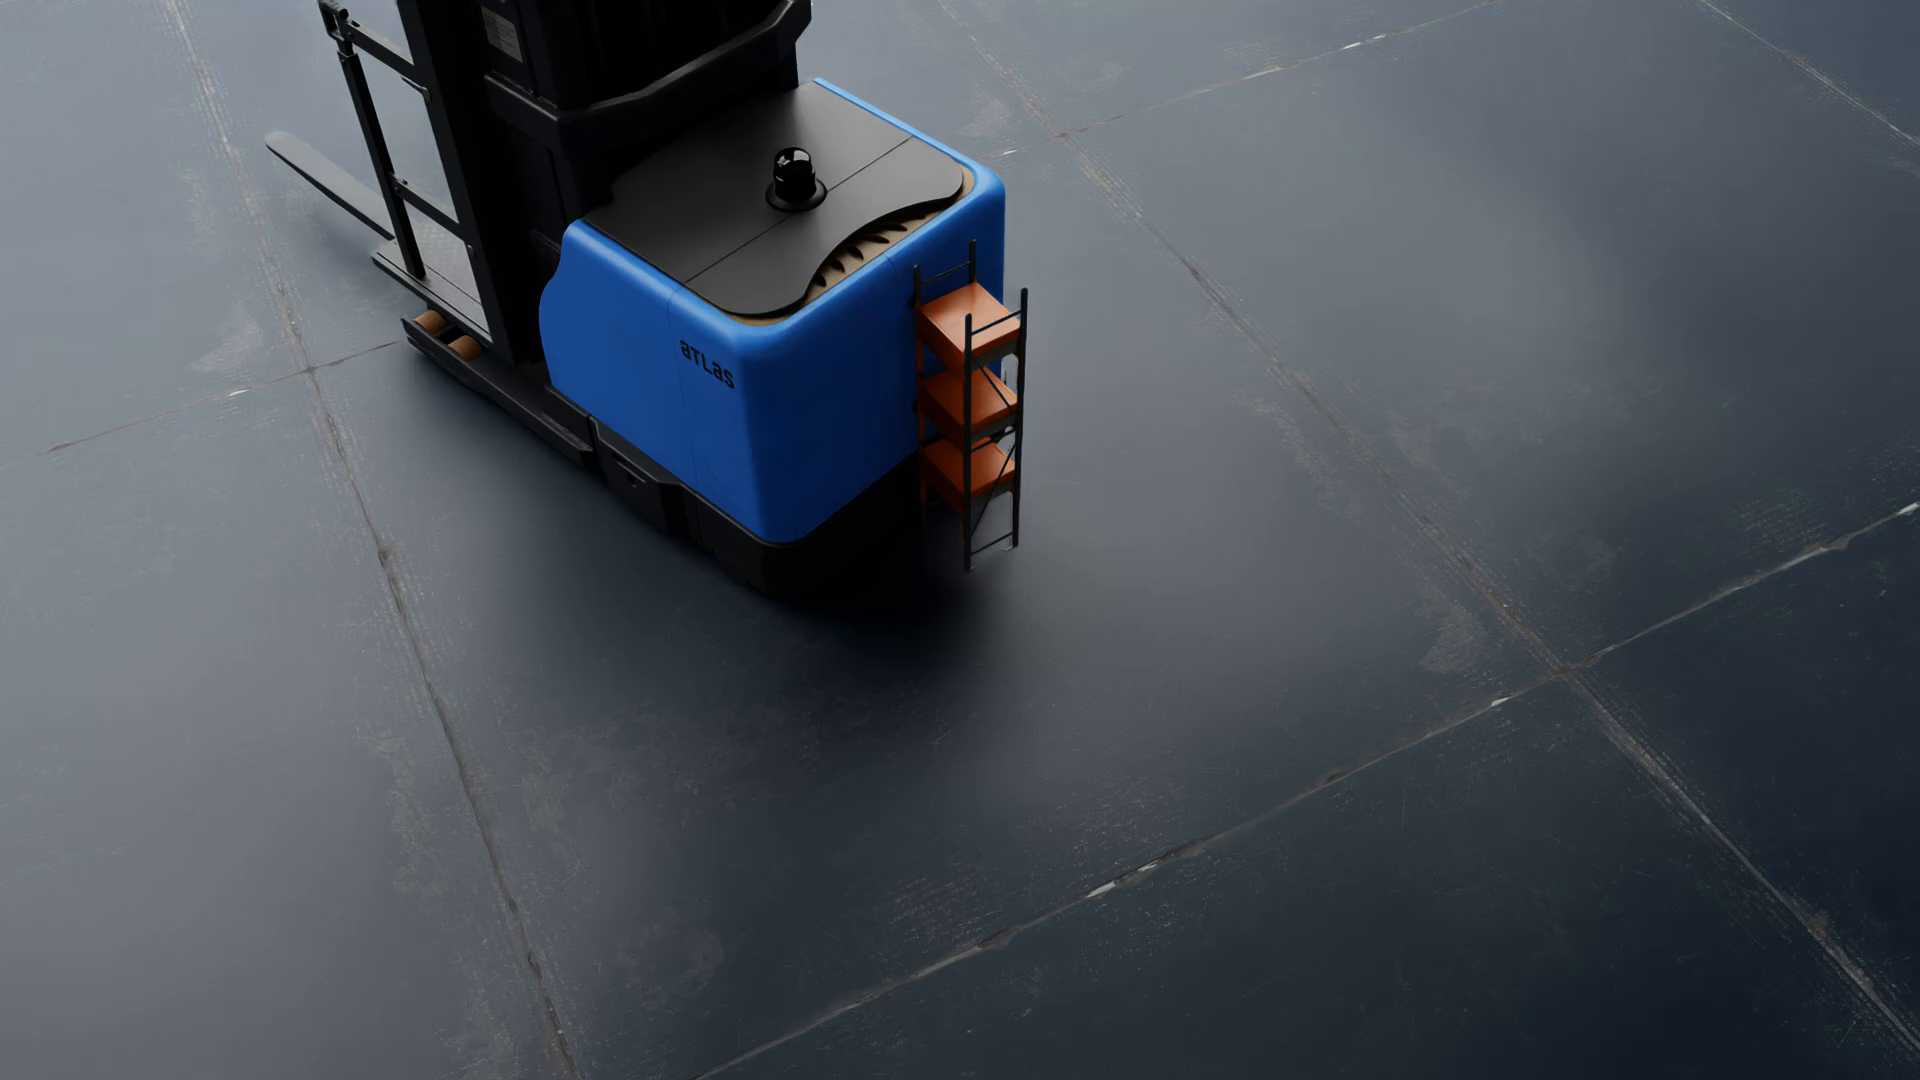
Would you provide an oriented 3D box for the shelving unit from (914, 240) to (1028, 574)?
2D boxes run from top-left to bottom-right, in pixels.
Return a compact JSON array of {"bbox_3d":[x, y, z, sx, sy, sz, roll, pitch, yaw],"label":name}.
[{"bbox_3d":[0.028,-0.362,4.869,0.215,1.050,0.252,-28,54,-22],"label":"shelving unit"}]

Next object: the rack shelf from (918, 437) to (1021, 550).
[{"bbox_3d":[0.028,-0.172,5.086,0.215,0.259,0.240,-28,54,-22],"label":"rack shelf"}]

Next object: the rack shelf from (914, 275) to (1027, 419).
[{"bbox_3d":[0.028,-0.541,4.663,0.215,0.259,0.240,-28,54,-22],"label":"rack shelf"}]

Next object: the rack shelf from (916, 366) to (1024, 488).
[{"bbox_3d":[0.028,-0.355,4.877,0.215,0.259,0.240,-28,54,-22],"label":"rack shelf"}]

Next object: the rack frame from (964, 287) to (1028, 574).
[{"bbox_3d":[0.098,-0.286,4.803,0.200,1.050,0.008,-28,54,-22],"label":"rack frame"}]

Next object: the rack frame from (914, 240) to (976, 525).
[{"bbox_3d":[-0.041,-0.437,4.935,0.200,1.050,0.008,-28,54,-22],"label":"rack frame"}]

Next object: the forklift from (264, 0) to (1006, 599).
[{"bbox_3d":[-1.285,-1.762,4.844,3.031,2.935,1.130,34,57,26],"label":"forklift"}]
